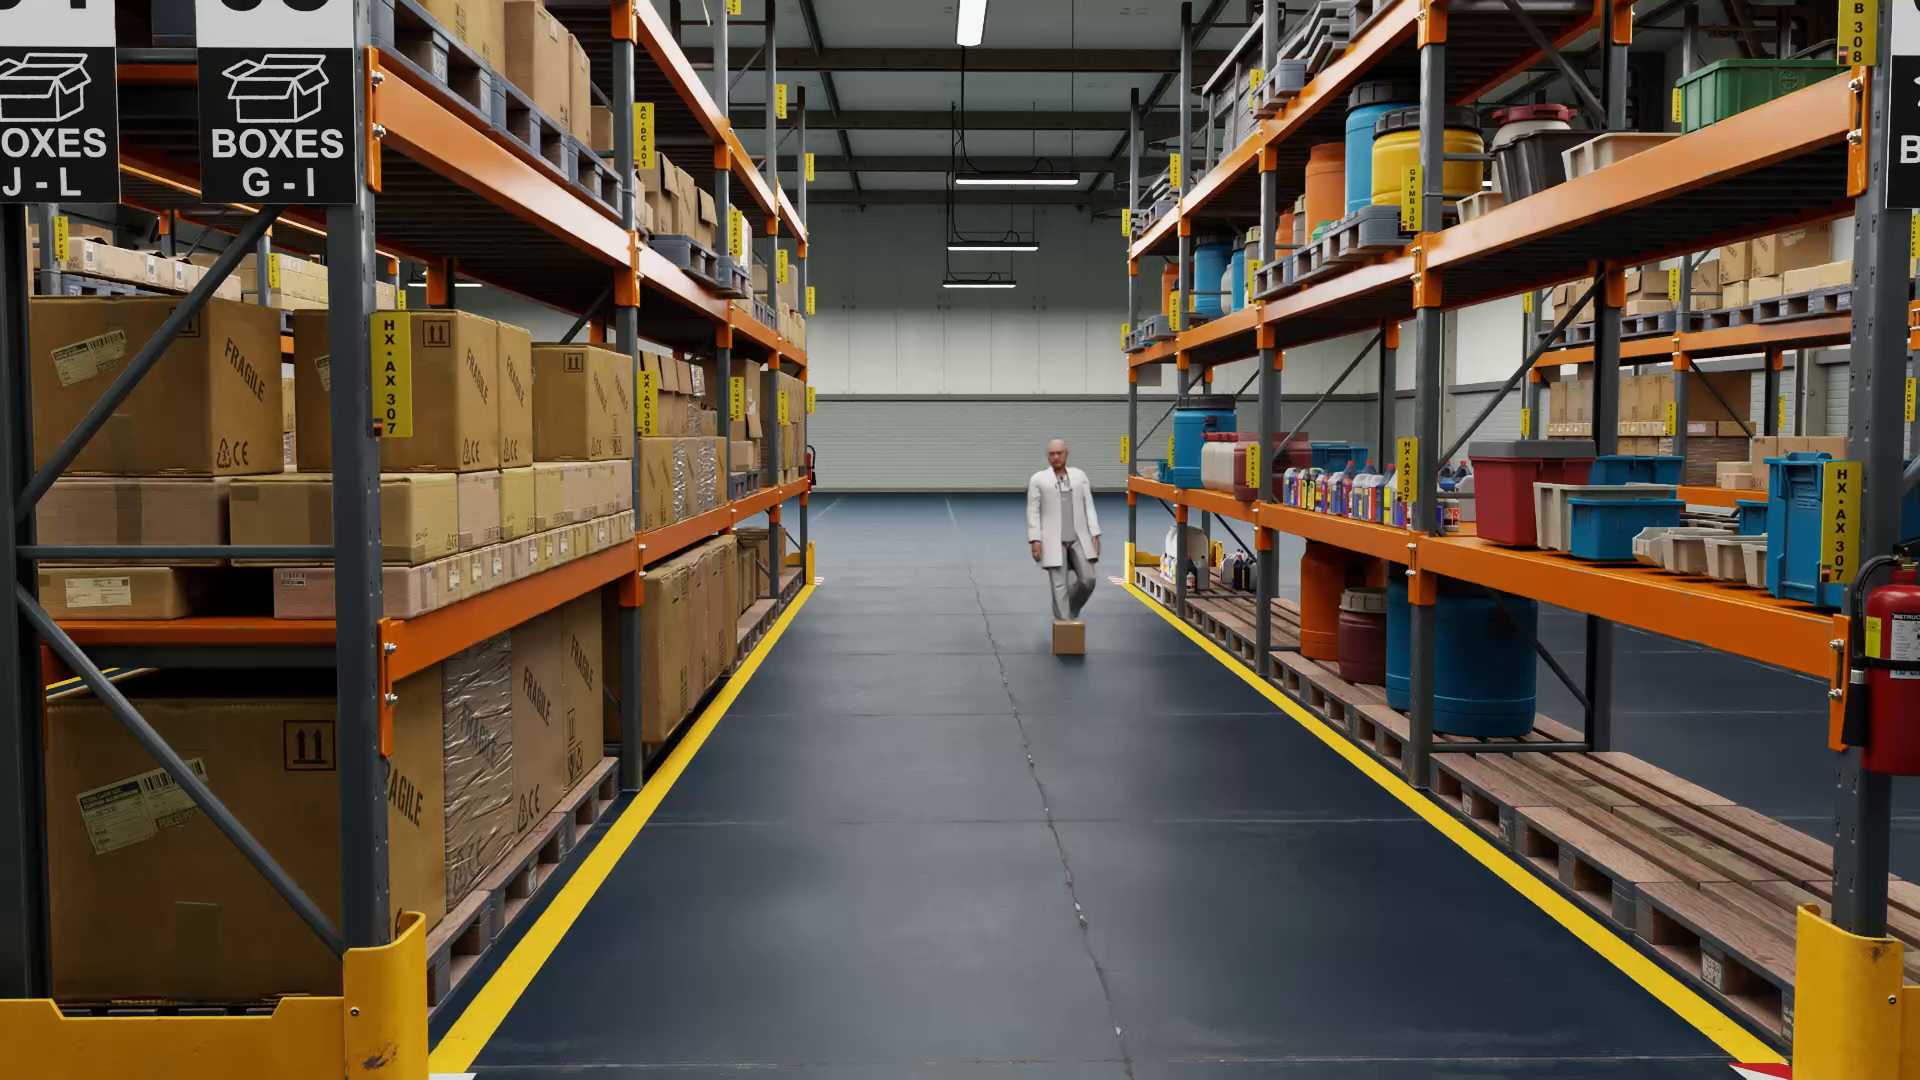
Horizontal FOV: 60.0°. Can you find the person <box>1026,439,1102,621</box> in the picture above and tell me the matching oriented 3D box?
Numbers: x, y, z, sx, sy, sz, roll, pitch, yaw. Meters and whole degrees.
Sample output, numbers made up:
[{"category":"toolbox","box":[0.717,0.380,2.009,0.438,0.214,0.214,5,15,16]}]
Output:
[{"category":"person","box":[0.919,0.020,14.290,0.657,1.767,0.691,-1,4,-10]}]
